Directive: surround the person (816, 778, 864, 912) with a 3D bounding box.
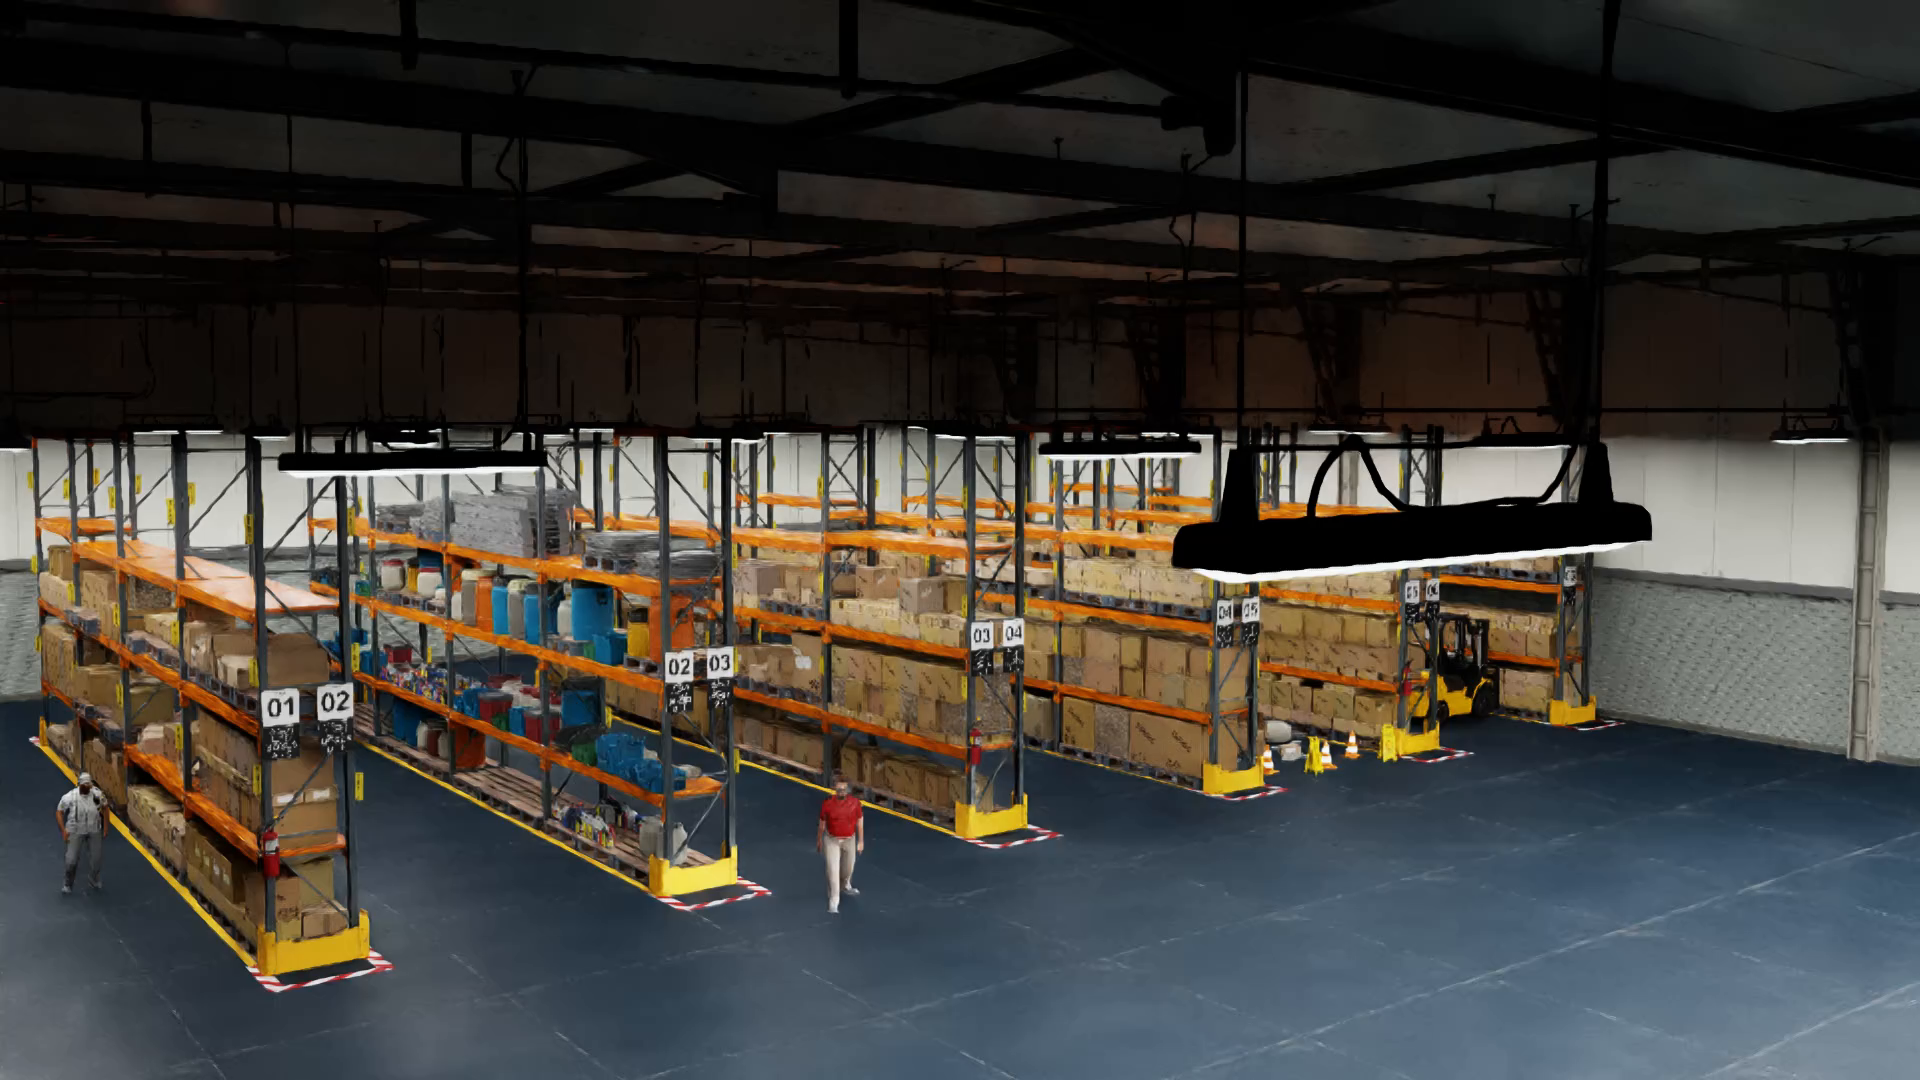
[{"bbox_3d":[-1.524,3.831,21.225,0.584,1.661,0.978,-1,5,-16],"label":"person"}]

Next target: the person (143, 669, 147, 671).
[{"bbox_3d":[-16.462,2.947,33.251,0.777,1.528,0.561,3,5,34],"label":"person"}]

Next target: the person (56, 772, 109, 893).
[{"bbox_3d":[-11.478,3.823,21.793,0.625,1.611,0.575,-4,6,-39],"label":"person"}]
